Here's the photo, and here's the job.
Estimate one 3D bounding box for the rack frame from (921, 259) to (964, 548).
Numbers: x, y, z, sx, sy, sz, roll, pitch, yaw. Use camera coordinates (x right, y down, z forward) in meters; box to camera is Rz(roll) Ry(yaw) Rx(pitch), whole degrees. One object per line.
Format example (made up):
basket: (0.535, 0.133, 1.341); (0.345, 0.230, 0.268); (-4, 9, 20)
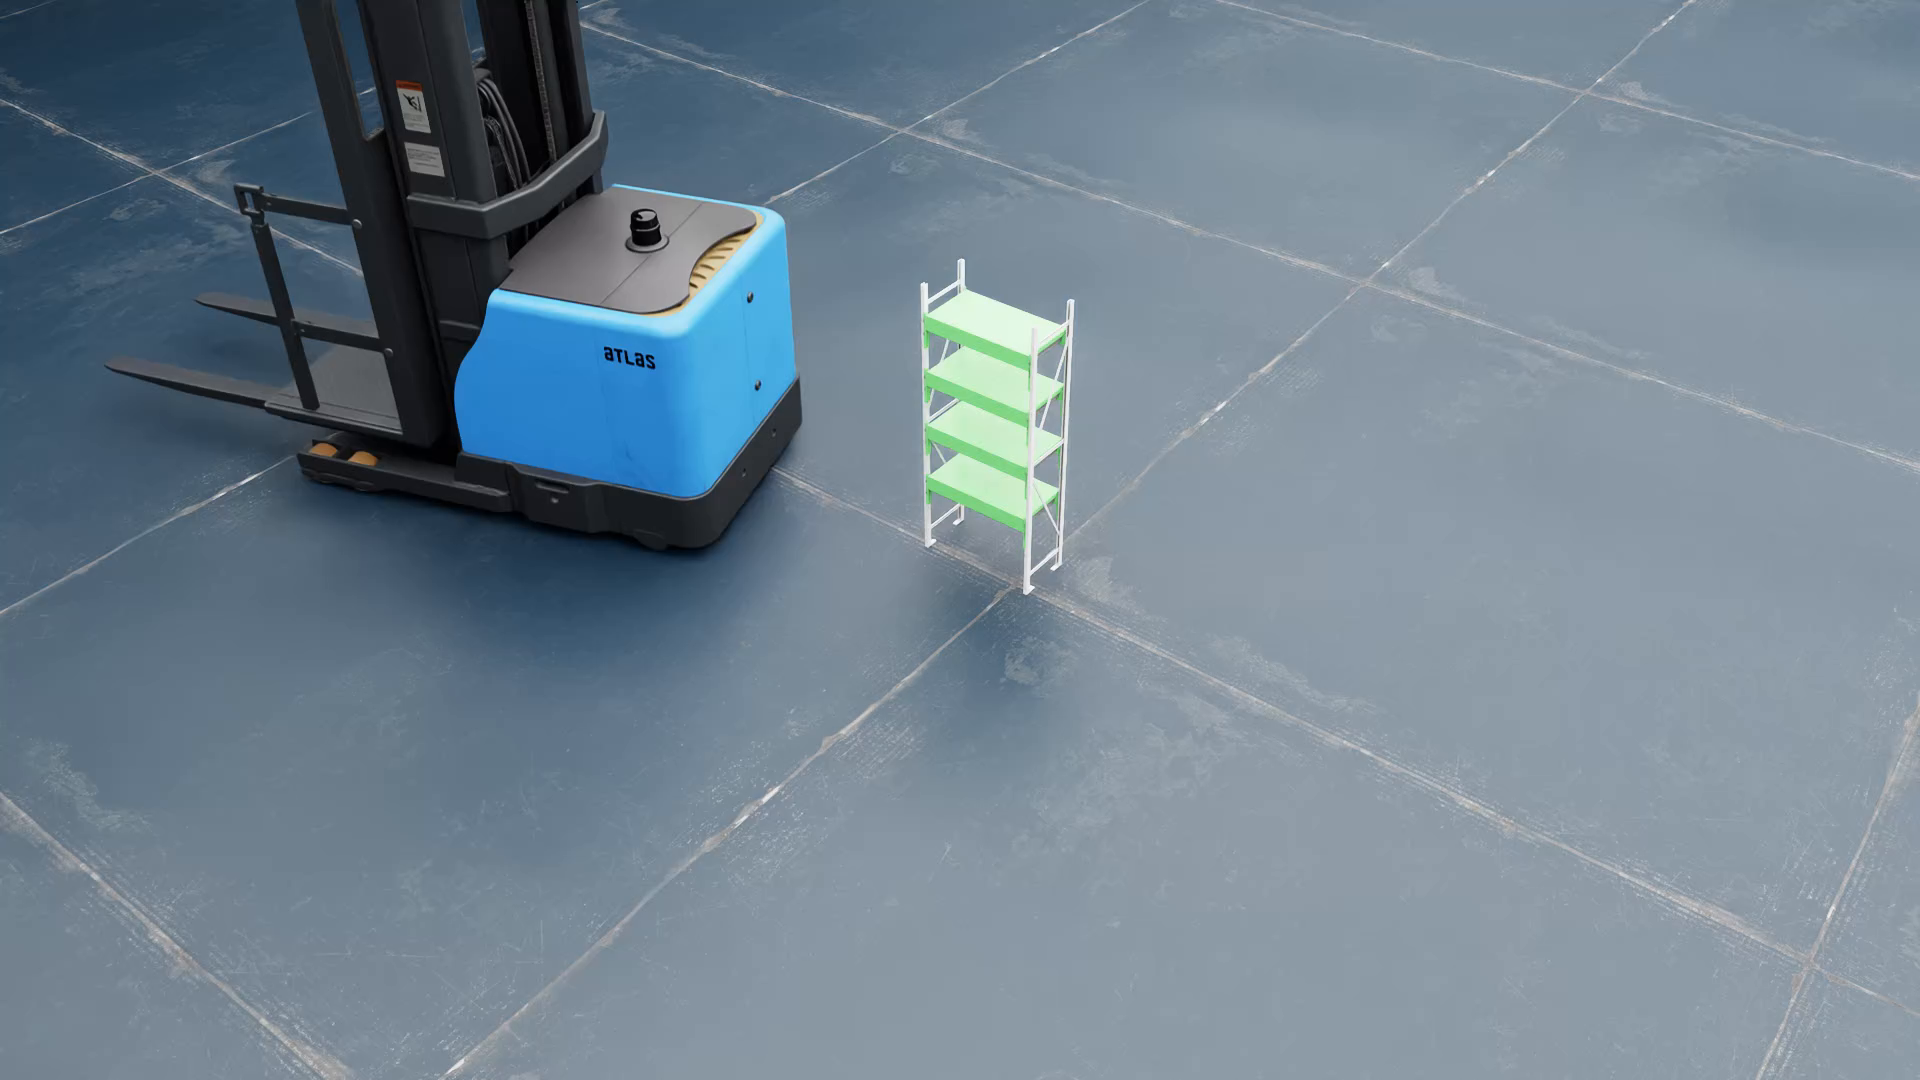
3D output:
rack frame: (-0.062, -0.502, 6.418); (0.015, 1.200, 0.240); (25, 45, 29)

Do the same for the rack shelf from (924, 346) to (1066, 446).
rack shelf: (0.131, -0.549, 6.192); (0.480, 0.148, 0.258); (25, 45, 29)

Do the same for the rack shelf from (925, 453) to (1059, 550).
rack shelf: (0.131, -0.171, 6.488); (0.480, 0.148, 0.258); (25, 45, 29)

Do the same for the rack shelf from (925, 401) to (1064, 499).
rack shelf: (0.131, -0.360, 6.340); (0.480, 0.148, 0.258); (25, 45, 29)

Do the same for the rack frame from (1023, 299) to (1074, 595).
rack frame: (0.325, -0.319, 6.184); (0.015, 1.200, 0.240); (25, 45, 29)

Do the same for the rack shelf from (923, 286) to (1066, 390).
rack shelf: (0.131, -0.738, 6.044); (0.480, 0.148, 0.258); (25, 45, 29)

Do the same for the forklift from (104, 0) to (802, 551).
forklift: (-2.266, -1.653, 6.483); (3.031, 2.935, 1.130); (12, 40, 15)

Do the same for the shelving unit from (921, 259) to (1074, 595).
shelving unit: (0.131, -0.410, 6.301); (0.503, 1.200, 0.258); (25, 45, 29)
